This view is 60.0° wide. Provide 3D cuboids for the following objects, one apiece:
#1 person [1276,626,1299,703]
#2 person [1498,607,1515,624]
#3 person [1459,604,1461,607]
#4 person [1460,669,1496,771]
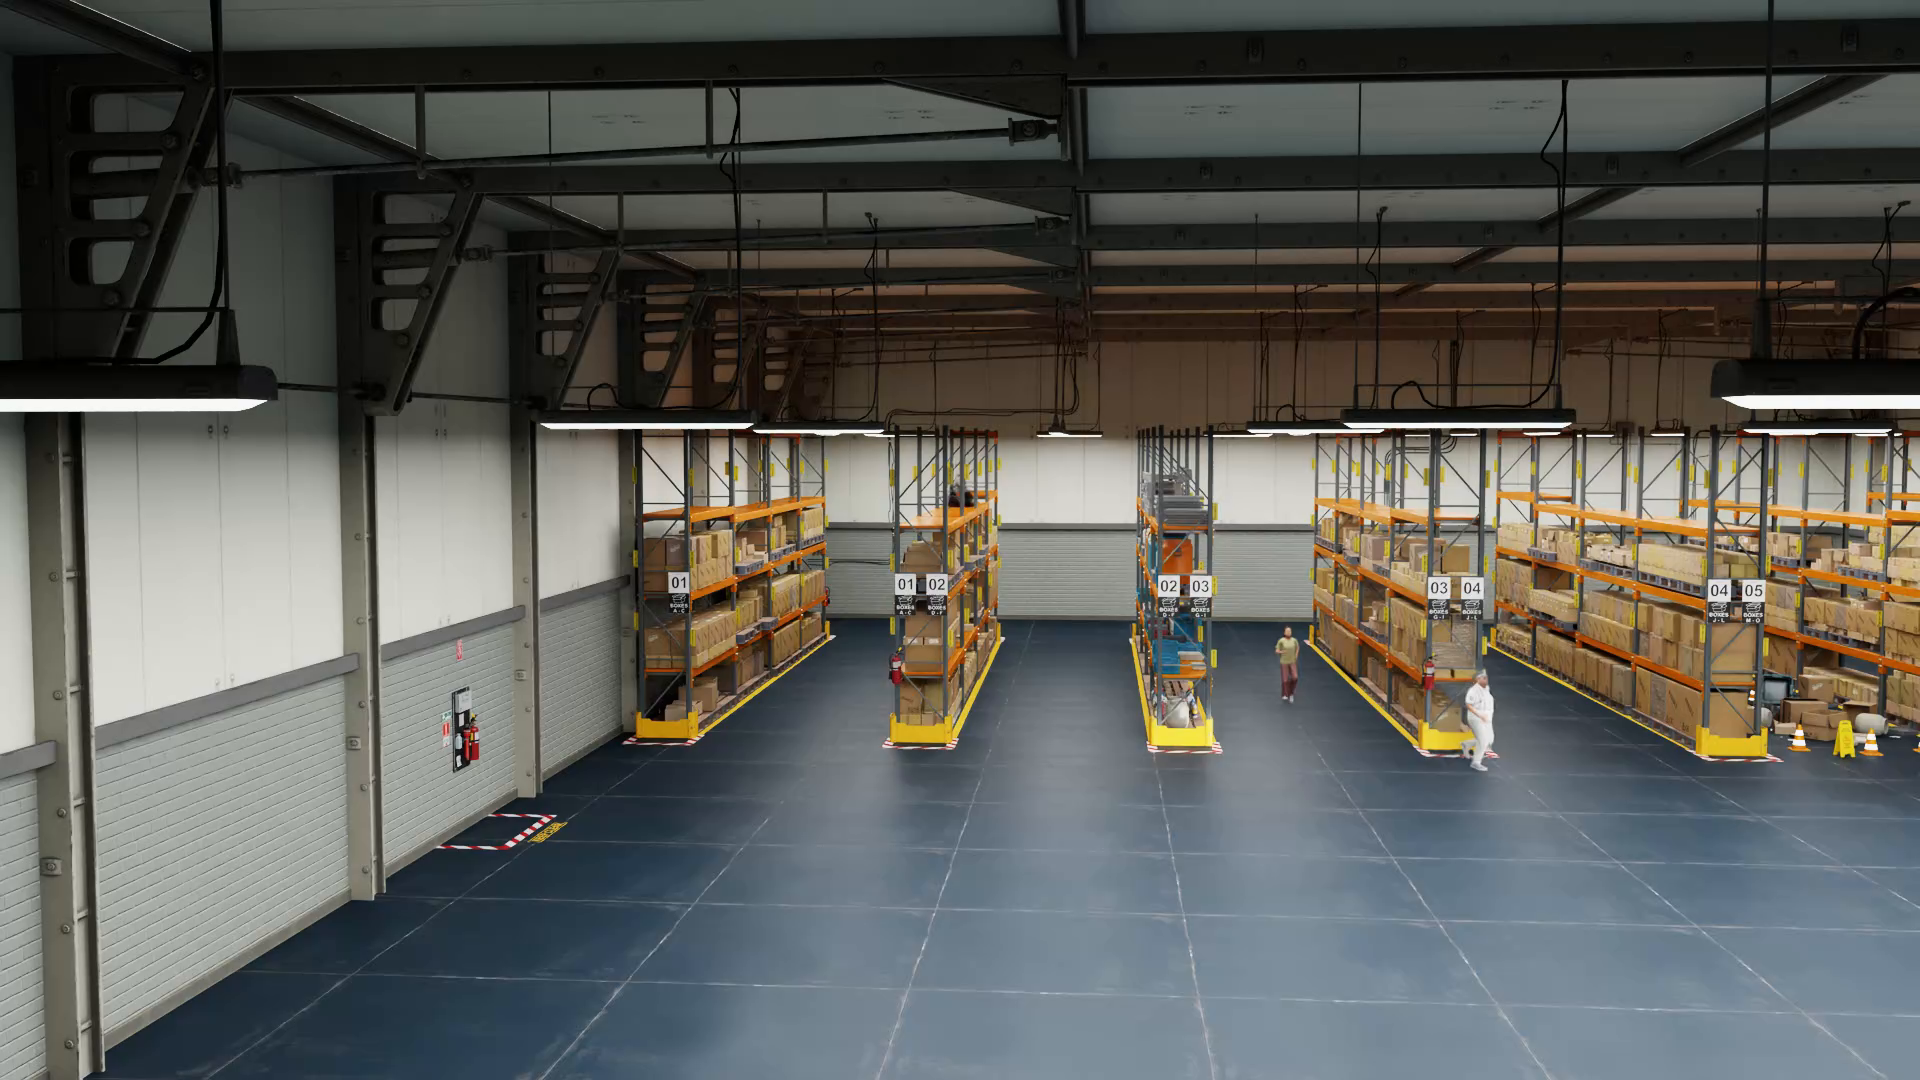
[{"bbox_3d":[7.162,2.715,36.256,0.561,1.678,0.620,0,3,-2],"label":"person"},{"bbox_3d":[15.652,2.058,47.304,0.659,1.702,0.686,0,3,-8],"label":"person"},{"bbox_3d":[14.397,2.096,47.222,0.722,1.592,0.593,-1,4,-23],"label":"person"},{"bbox_3d":[9.036,3.113,29.012,0.689,1.758,0.646,-3,5,-43],"label":"person"}]
